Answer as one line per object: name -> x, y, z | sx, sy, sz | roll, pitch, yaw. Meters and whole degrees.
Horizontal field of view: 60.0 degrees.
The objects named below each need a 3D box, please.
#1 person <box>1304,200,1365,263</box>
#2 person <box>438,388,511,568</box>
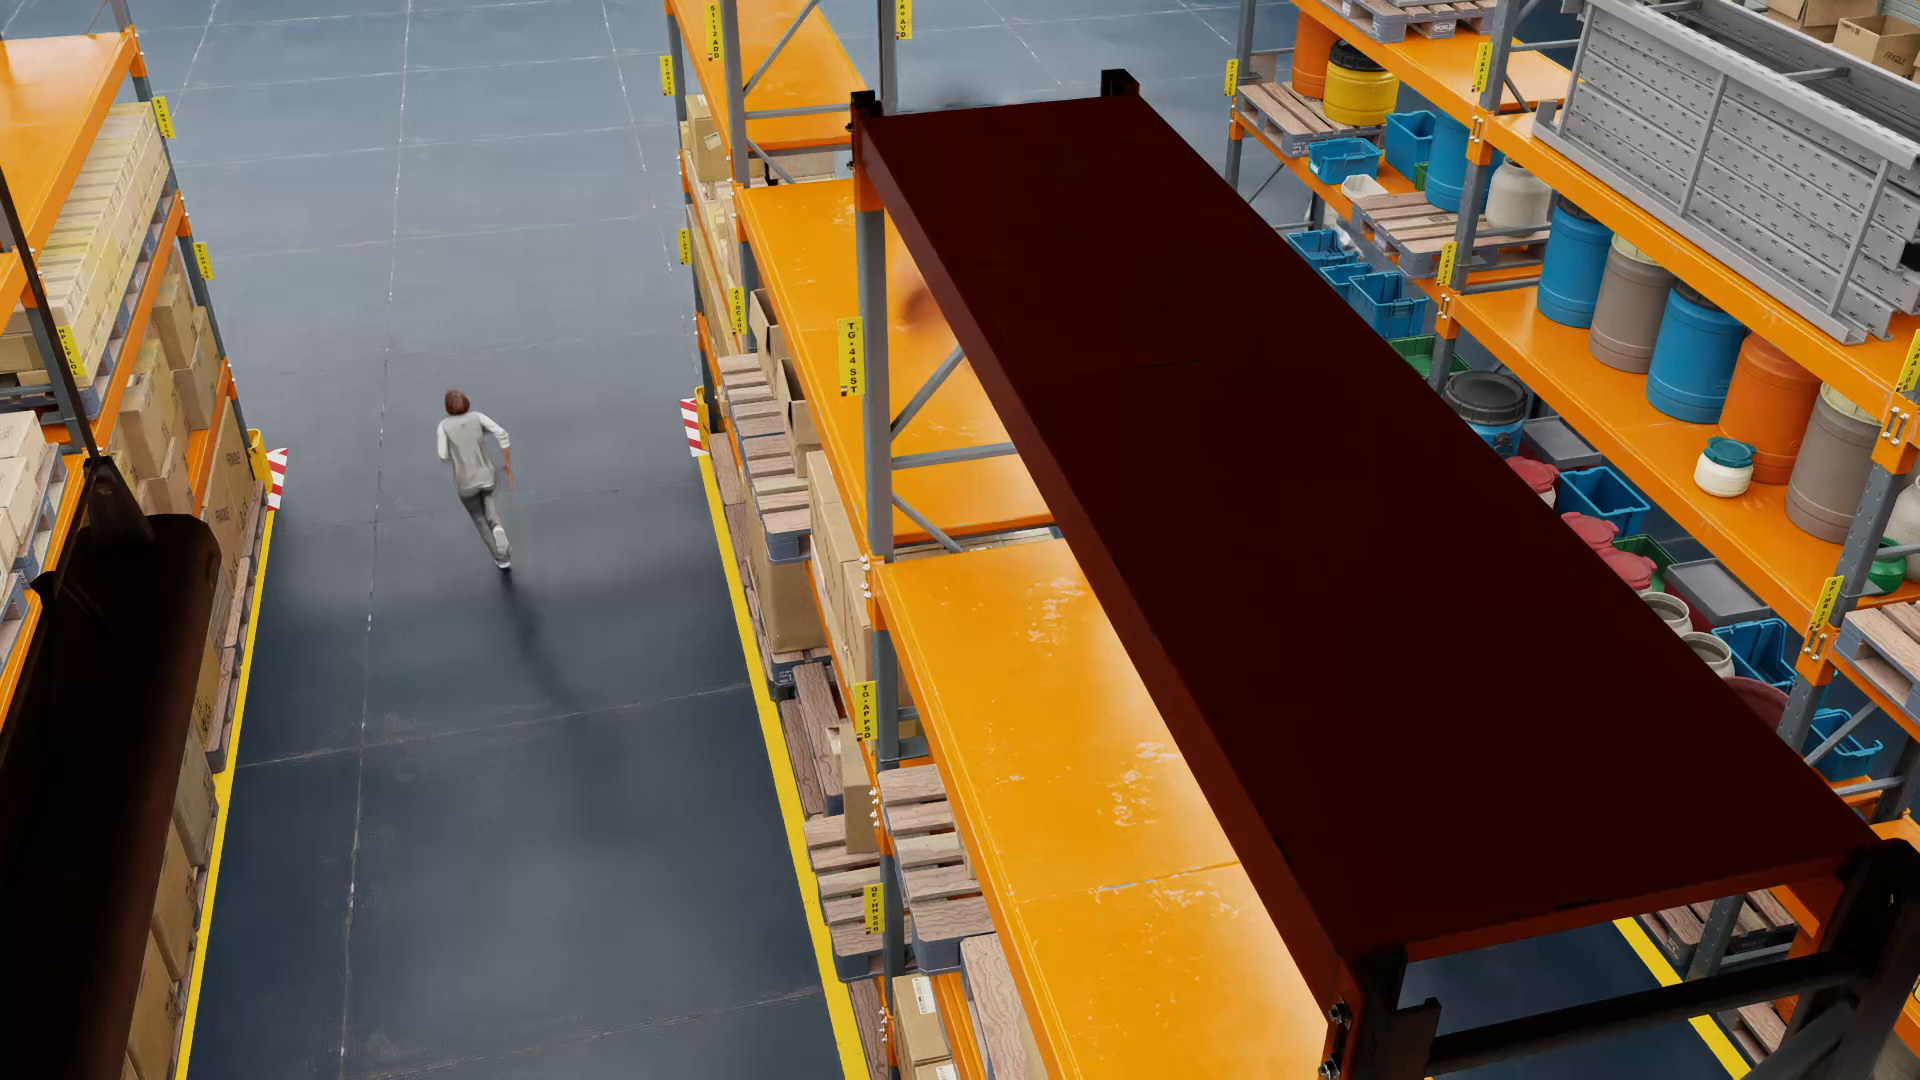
person -> 4.021, -3.767, 17.994 | 0.903, 1.786, 0.663 | 8, 35, 12
person -> -3.924, -0.507, 13.516 | 0.525, 1.511, 0.659 | -20, 39, -27
